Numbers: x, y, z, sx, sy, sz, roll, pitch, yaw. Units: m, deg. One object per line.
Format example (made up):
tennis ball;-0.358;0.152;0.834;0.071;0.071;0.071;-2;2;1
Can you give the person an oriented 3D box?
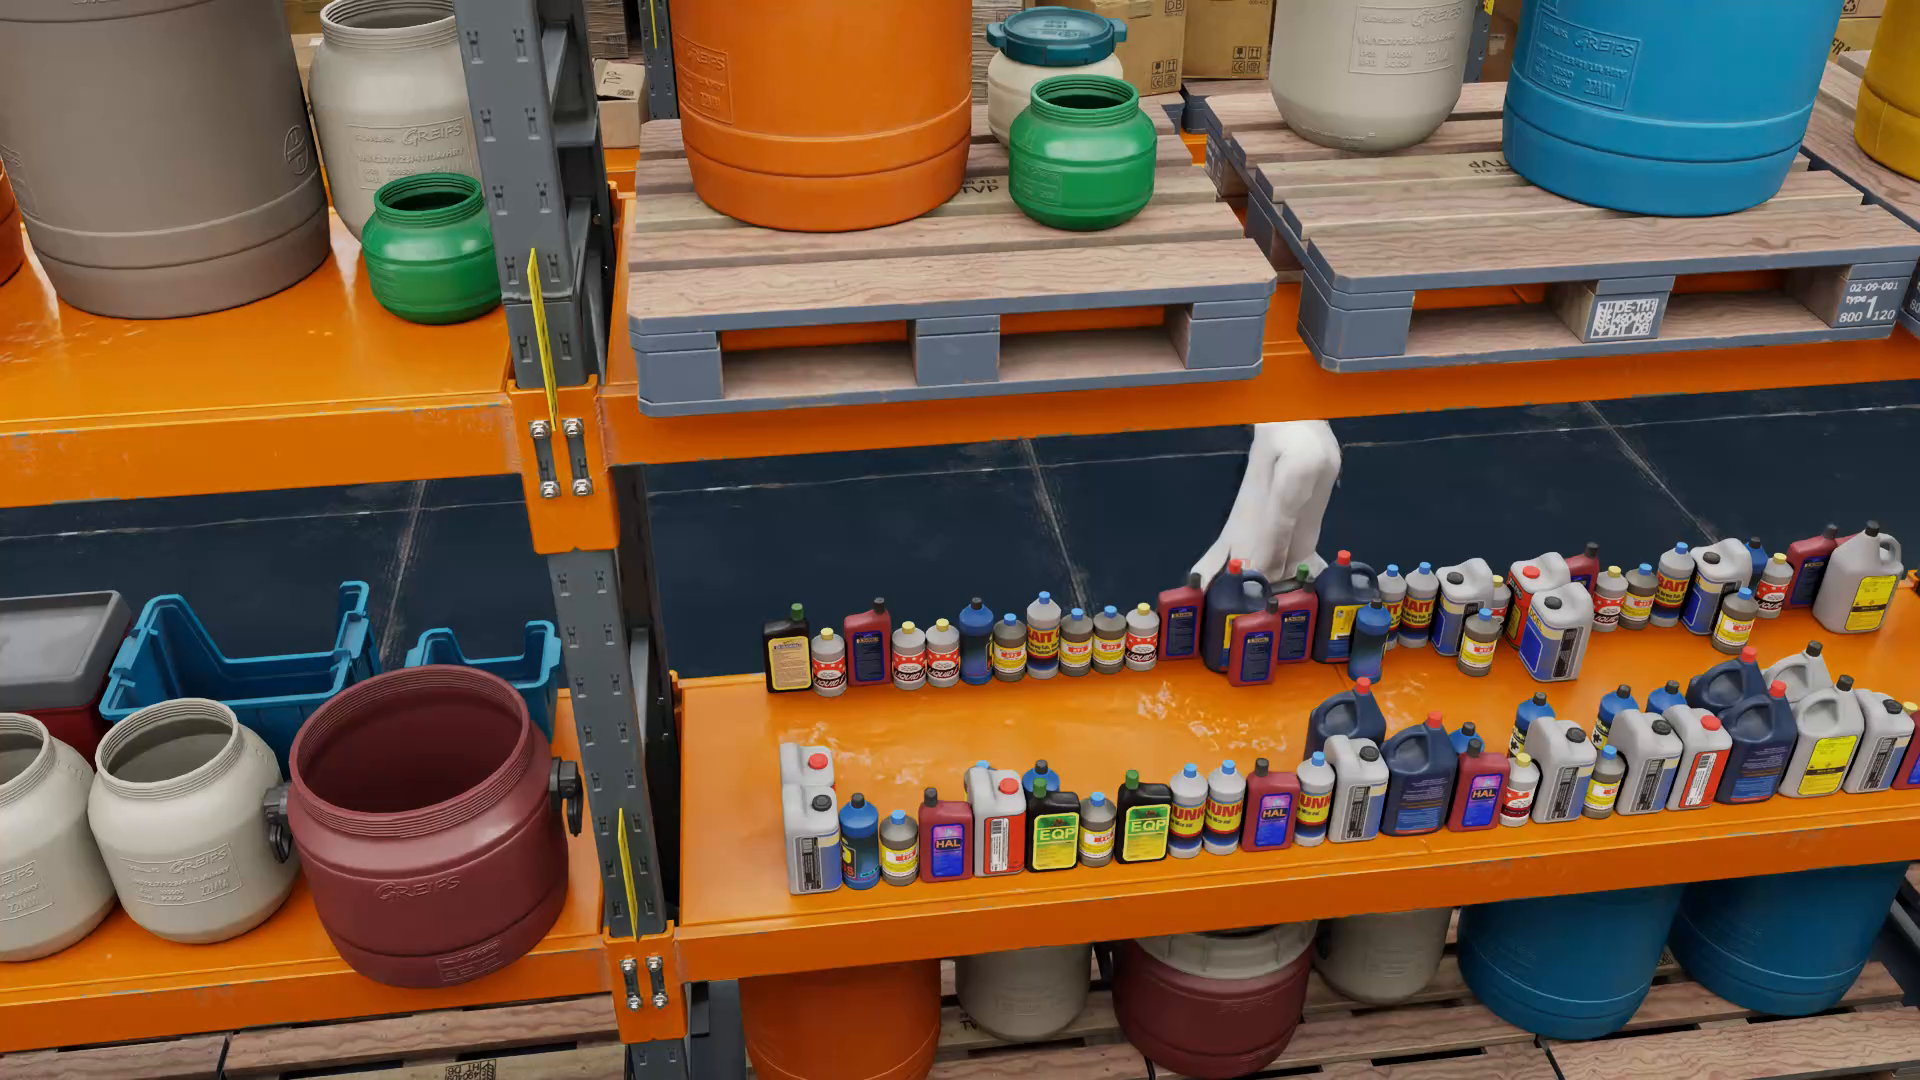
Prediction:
person;1.155;0.034;6.152;1.216;1.718;0.586;-5;35;-7
